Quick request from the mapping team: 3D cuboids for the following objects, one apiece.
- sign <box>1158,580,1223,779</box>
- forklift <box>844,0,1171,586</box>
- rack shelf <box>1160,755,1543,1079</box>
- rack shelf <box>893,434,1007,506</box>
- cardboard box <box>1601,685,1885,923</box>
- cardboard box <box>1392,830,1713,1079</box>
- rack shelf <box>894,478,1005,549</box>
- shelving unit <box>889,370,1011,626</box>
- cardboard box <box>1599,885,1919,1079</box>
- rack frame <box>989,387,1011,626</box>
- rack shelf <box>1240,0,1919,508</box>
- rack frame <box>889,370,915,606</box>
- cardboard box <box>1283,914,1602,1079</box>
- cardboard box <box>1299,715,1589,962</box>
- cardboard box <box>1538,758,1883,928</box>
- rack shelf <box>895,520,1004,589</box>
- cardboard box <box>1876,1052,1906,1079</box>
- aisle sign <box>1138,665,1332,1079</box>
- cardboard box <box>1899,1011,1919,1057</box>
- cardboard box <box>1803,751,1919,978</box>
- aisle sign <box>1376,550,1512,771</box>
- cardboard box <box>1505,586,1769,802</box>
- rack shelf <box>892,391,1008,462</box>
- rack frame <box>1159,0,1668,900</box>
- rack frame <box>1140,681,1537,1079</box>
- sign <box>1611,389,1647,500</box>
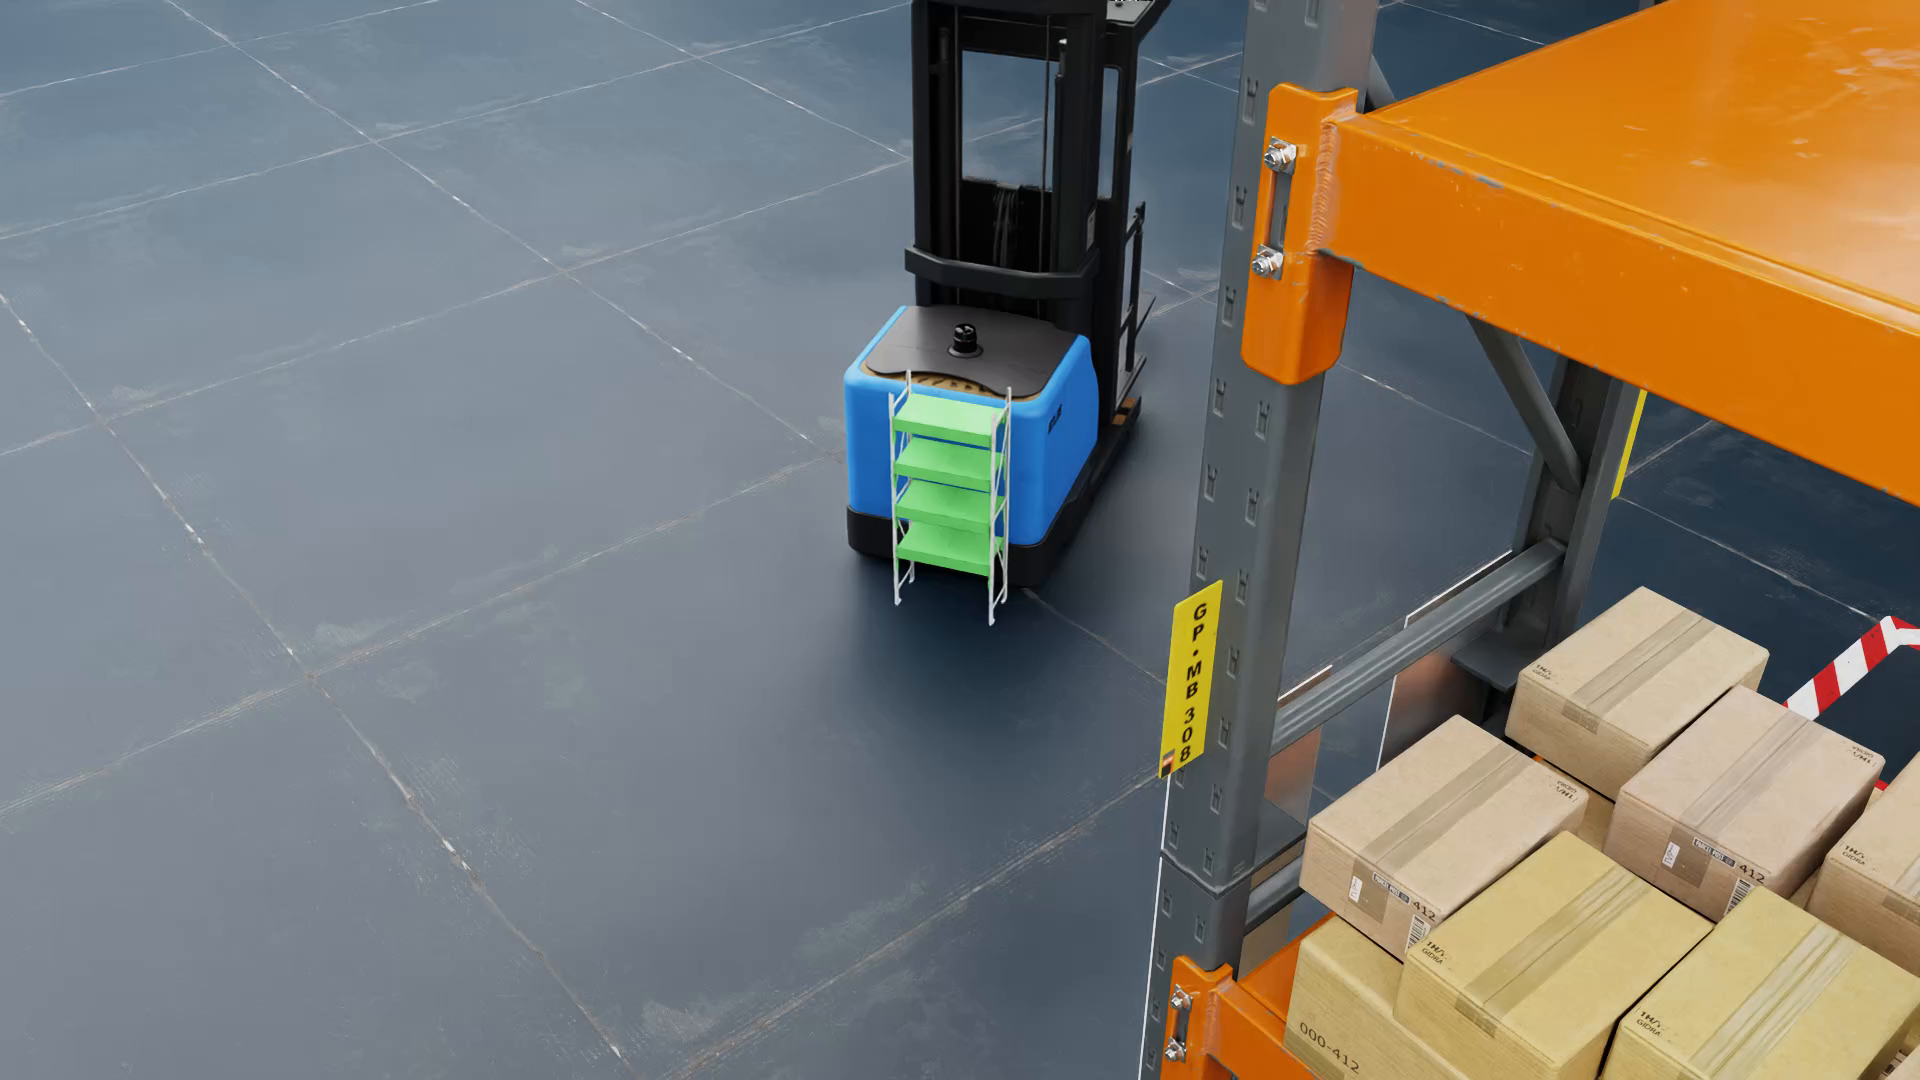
[{"bbox_3d":[0.336,0.206,2.414,0.100,0.325,0.005,-26,43,-32],"label":"sign"},{"bbox_3d":[0.402,-1.817,8.681,1.130,2.935,3.031,12,37,16],"label":"forklift"},{"bbox_3d":[2.041,1.537,1.913,1.077,0.370,4.000,-26,43,-32],"label":"rack shelf"},{"bbox_3d":[-0.044,-0.328,7.772,0.480,0.148,0.258,11,37,16],"label":"rack shelf"},{"bbox_3d":[1.246,0.423,2.648,0.380,0.149,0.250,-28,44,-33],"label":"cardboard box"},{"bbox_3d":[0.845,0.617,2.374,0.380,0.149,0.250,-25,42,-31],"label":"cardboard box"},{"bbox_3d":[-0.044,-0.132,7.911,0.480,0.148,0.258,11,37,16],"label":"rack shelf"},{"bbox_3d":[-0.044,-0.185,7.874,0.503,1.200,0.258,11,37,16],"label":"shelving unit"},{"bbox_3d":[1.102,0.682,2.282,0.380,0.149,0.250,-27,43,-33],"label":"cardboard box"},{"bbox_3d":[0.186,-0.138,7.808,0.015,1.200,0.240,11,37,16],"label":"rack frame"},{"bbox_3d":[2.041,0.314,1.047,1.077,0.370,4.000,-26,43,-32],"label":"rack shelf"},{"bbox_3d":[-0.275,-0.231,7.939,0.015,1.200,0.240,11,37,16],"label":"rack frame"},{"bbox_3d":[0.864,0.730,2.559,0.500,0.250,0.500,-25,42,-30],"label":"cardboard box"},{"bbox_3d":[0.751,0.466,2.587,0.380,0.149,0.250,-26,43,-32],"label":"cardboard box"},{"bbox_3d":[1.255,0.539,2.829,0.500,0.250,0.500,-25,42,-31],"label":"cardboard box"},{"bbox_3d":[-0.044,0.063,8.049,0.480,0.148,0.258,11,37,16],"label":"rack shelf"},{"bbox_3d":[1.201,0.956,2.241,0.500,0.250,0.500,-27,43,-33],"label":"cardboard box"},{"bbox_3d":[0.481,0.608,2.948,0.394,0.787,0.004,-26,43,-32],"label":"aisle sign"},{"bbox_3d":[1.580,0.759,2.519,0.500,0.250,0.500,-26,43,-32],"label":"cardboard box"},{"bbox_3d":[1.506,0.503,2.535,0.380,0.149,0.250,-28,44,-34],"label":"cardboard box"},{"bbox_3d":[0.939,0.384,3.264,0.394,0.787,0.004,-26,43,-32],"label":"aisle sign"},{"bbox_3d":[1.168,0.265,2.872,0.380,0.149,0.250,-26,43,-32],"label":"cardboard box"},{"bbox_3d":[-0.044,-0.524,7.633,0.480,0.148,0.258,11,37,16],"label":"rack shelf"},{"bbox_3d":[0.750,-0.864,2.085,1.000,3.000,0.127,-26,43,-32],"label":"rack frame"},{"bbox_3d":[0.750,1.584,3.819,1.000,3.000,0.127,-26,43,-32],"label":"rack frame"},{"bbox_3d":[1.187,-0.200,2.976,0.100,0.325,0.005,-26,43,-32],"label":"sign"}]
